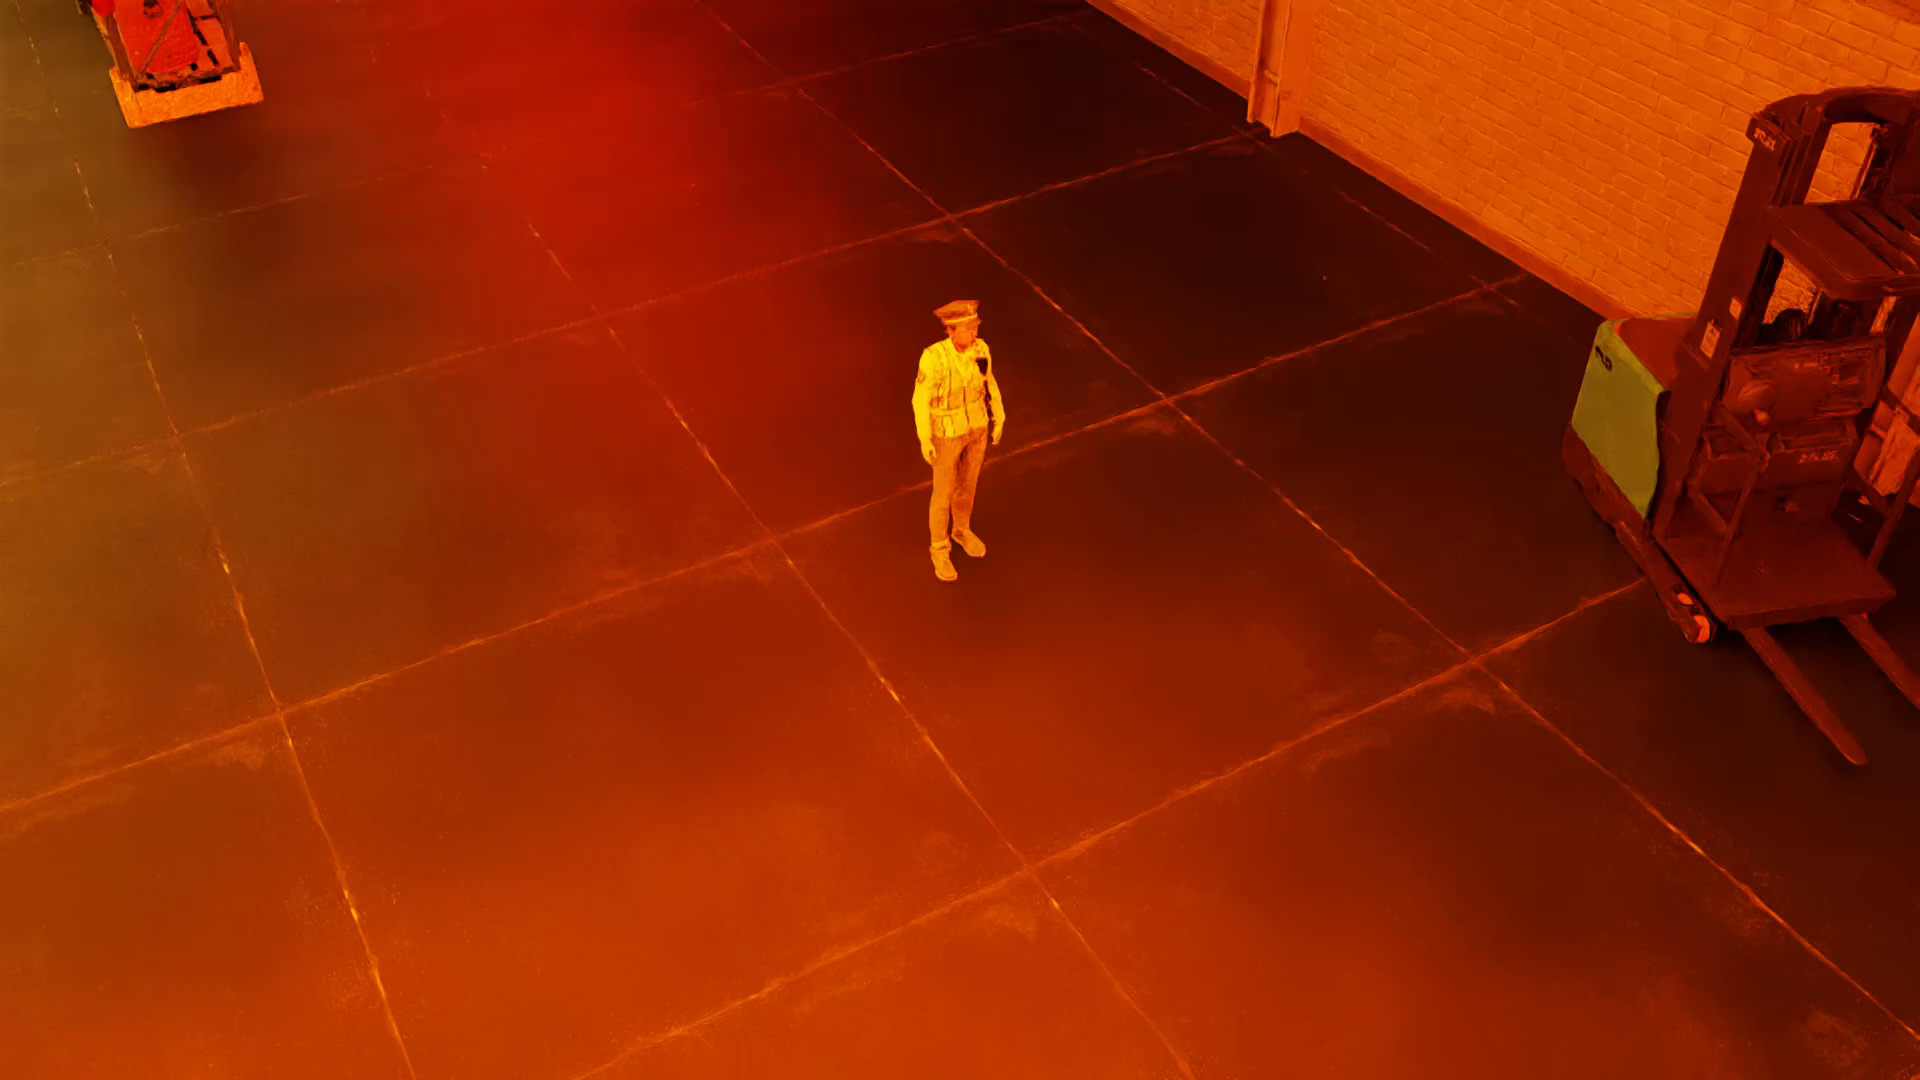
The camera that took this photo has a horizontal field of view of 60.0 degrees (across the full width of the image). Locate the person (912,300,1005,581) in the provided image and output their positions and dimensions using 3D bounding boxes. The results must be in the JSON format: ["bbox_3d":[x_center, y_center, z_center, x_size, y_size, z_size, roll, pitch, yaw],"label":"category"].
[{"bbox_3d":[0.028,-0.618,9.738,0.586,1.695,0.533,-20,44,-23],"label":"person"}]

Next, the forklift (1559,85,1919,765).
[{"bbox_3d":[4.693,-0.788,8.986,1.130,2.935,3.031,-7,40,-8],"label":"forklift"}]
